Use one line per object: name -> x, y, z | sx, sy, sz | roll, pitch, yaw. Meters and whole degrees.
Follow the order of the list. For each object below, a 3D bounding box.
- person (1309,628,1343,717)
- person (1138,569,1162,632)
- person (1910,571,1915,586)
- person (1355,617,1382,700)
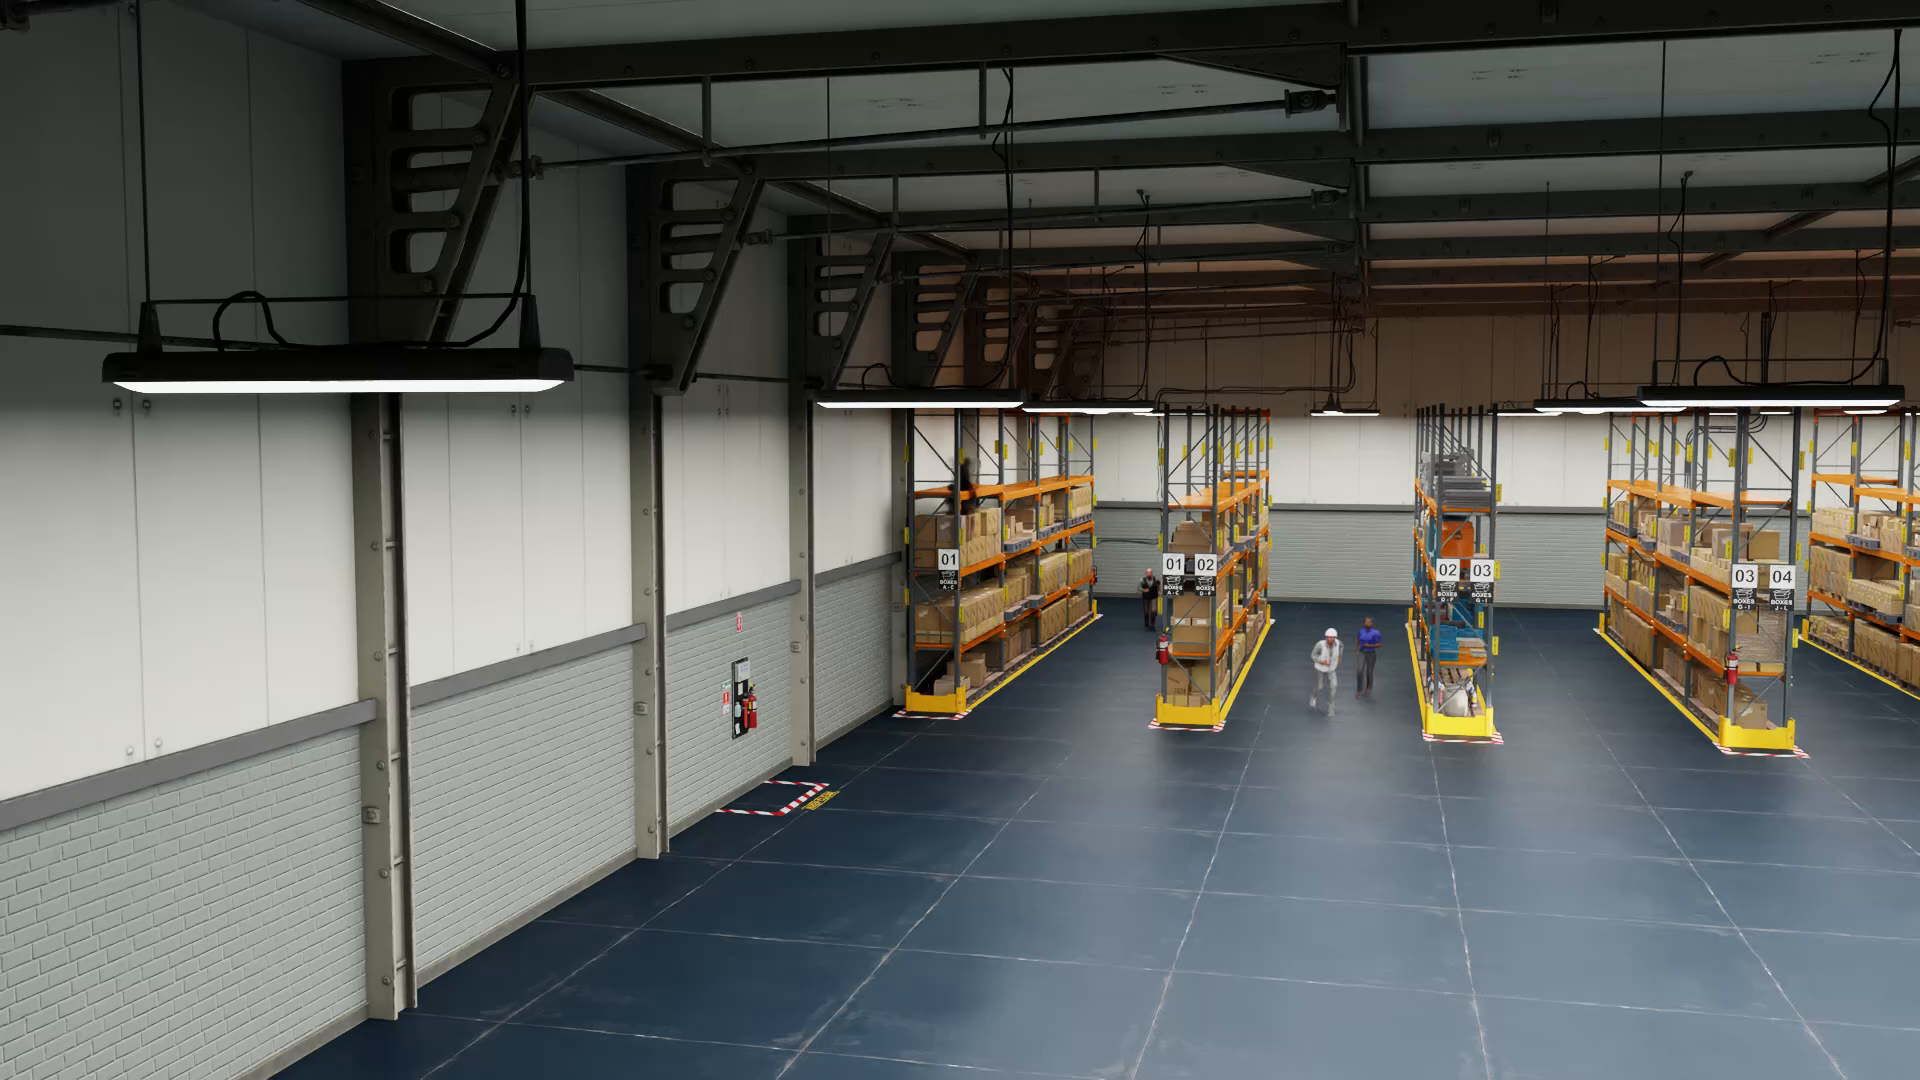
person -> 7.097, 2.541, 32.386 | 0.707, 1.739, 1.026 | -1, 4, -15
person -> 5.131, 1.608, 44.968 | 0.660, 1.692, 0.974 | 0, 4, 6
person -> 25.308, 1.634, 44.315 | 0.966, 1.657, 0.577 | 0, 4, 1
person -> 8.384, 2.421, 34.124 | 0.562, 1.702, 0.708 | 2, 5, 23
